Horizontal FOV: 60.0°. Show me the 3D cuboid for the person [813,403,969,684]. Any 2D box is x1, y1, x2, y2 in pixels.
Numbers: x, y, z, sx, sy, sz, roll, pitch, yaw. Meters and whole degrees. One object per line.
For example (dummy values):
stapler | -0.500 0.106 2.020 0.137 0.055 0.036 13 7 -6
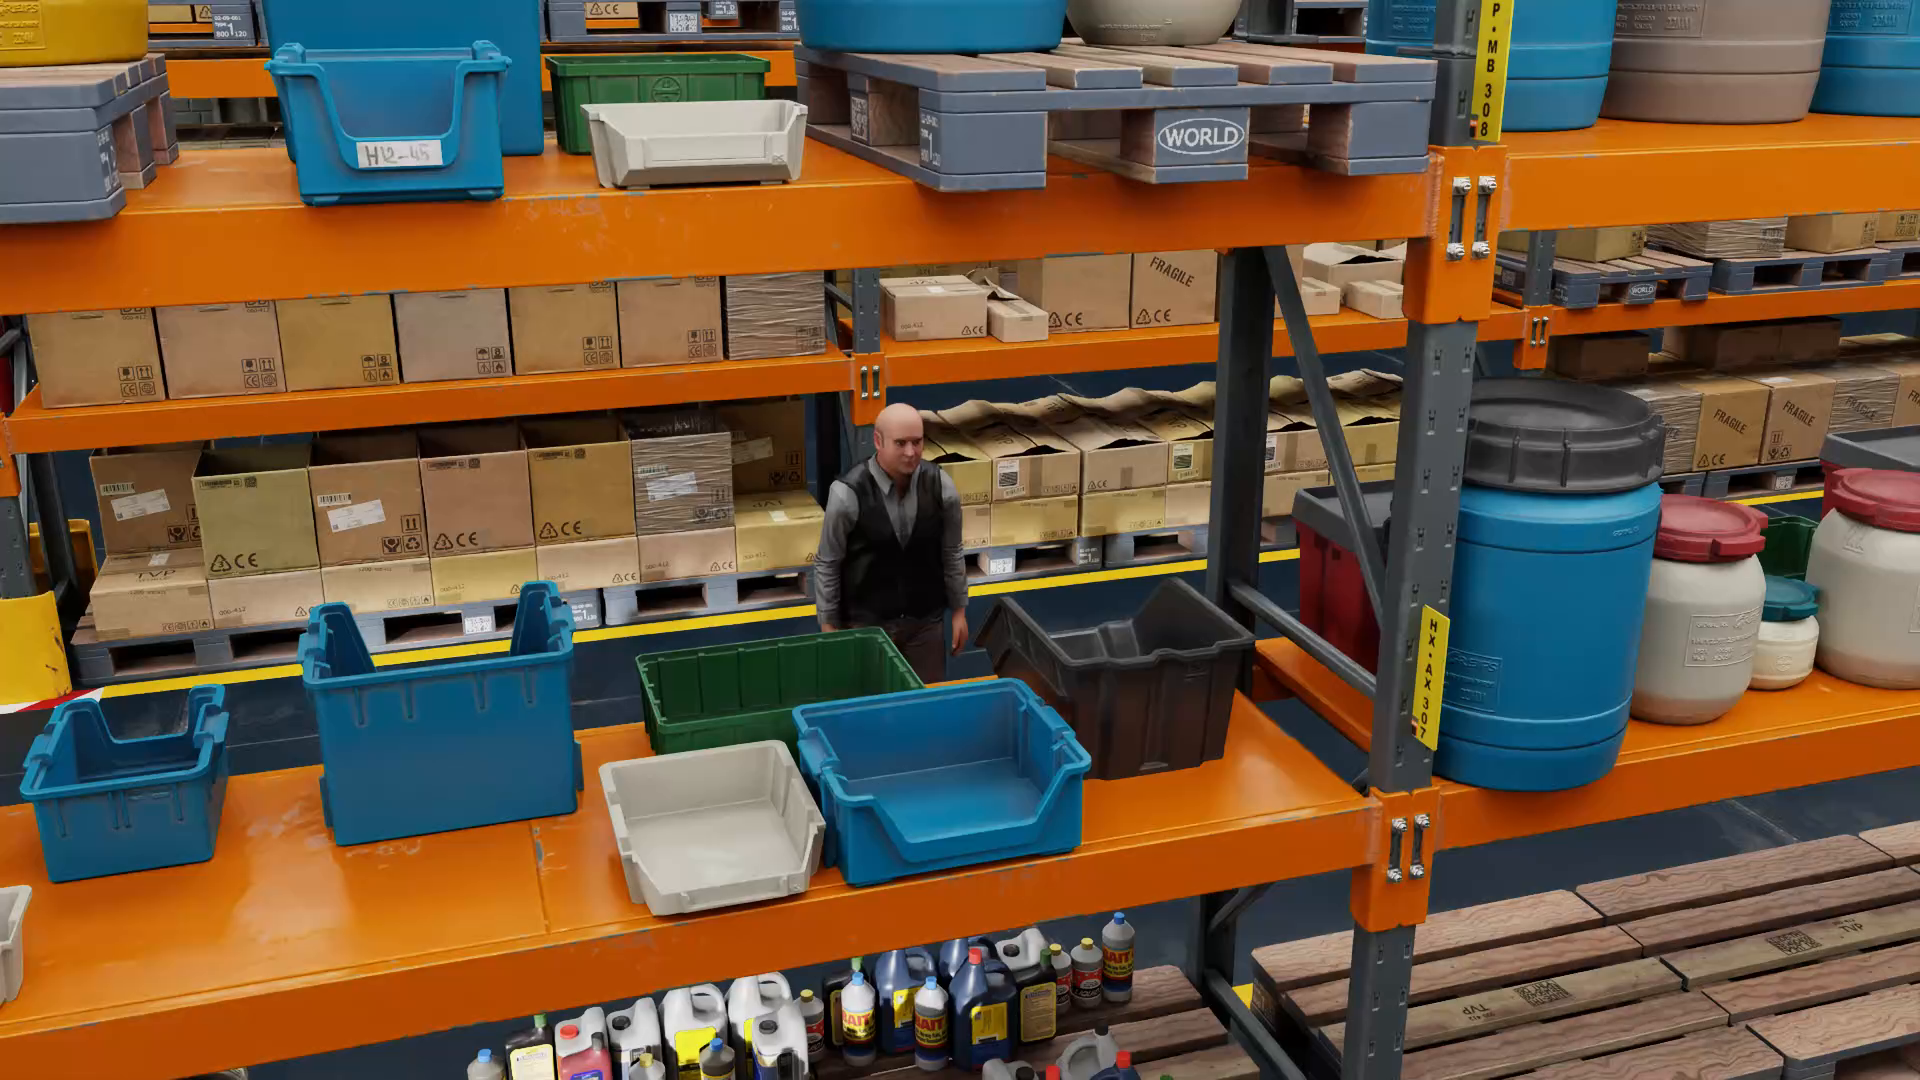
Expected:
person | -0.255 0.315 6.191 0.591 1.722 0.417 -7 20 -19
